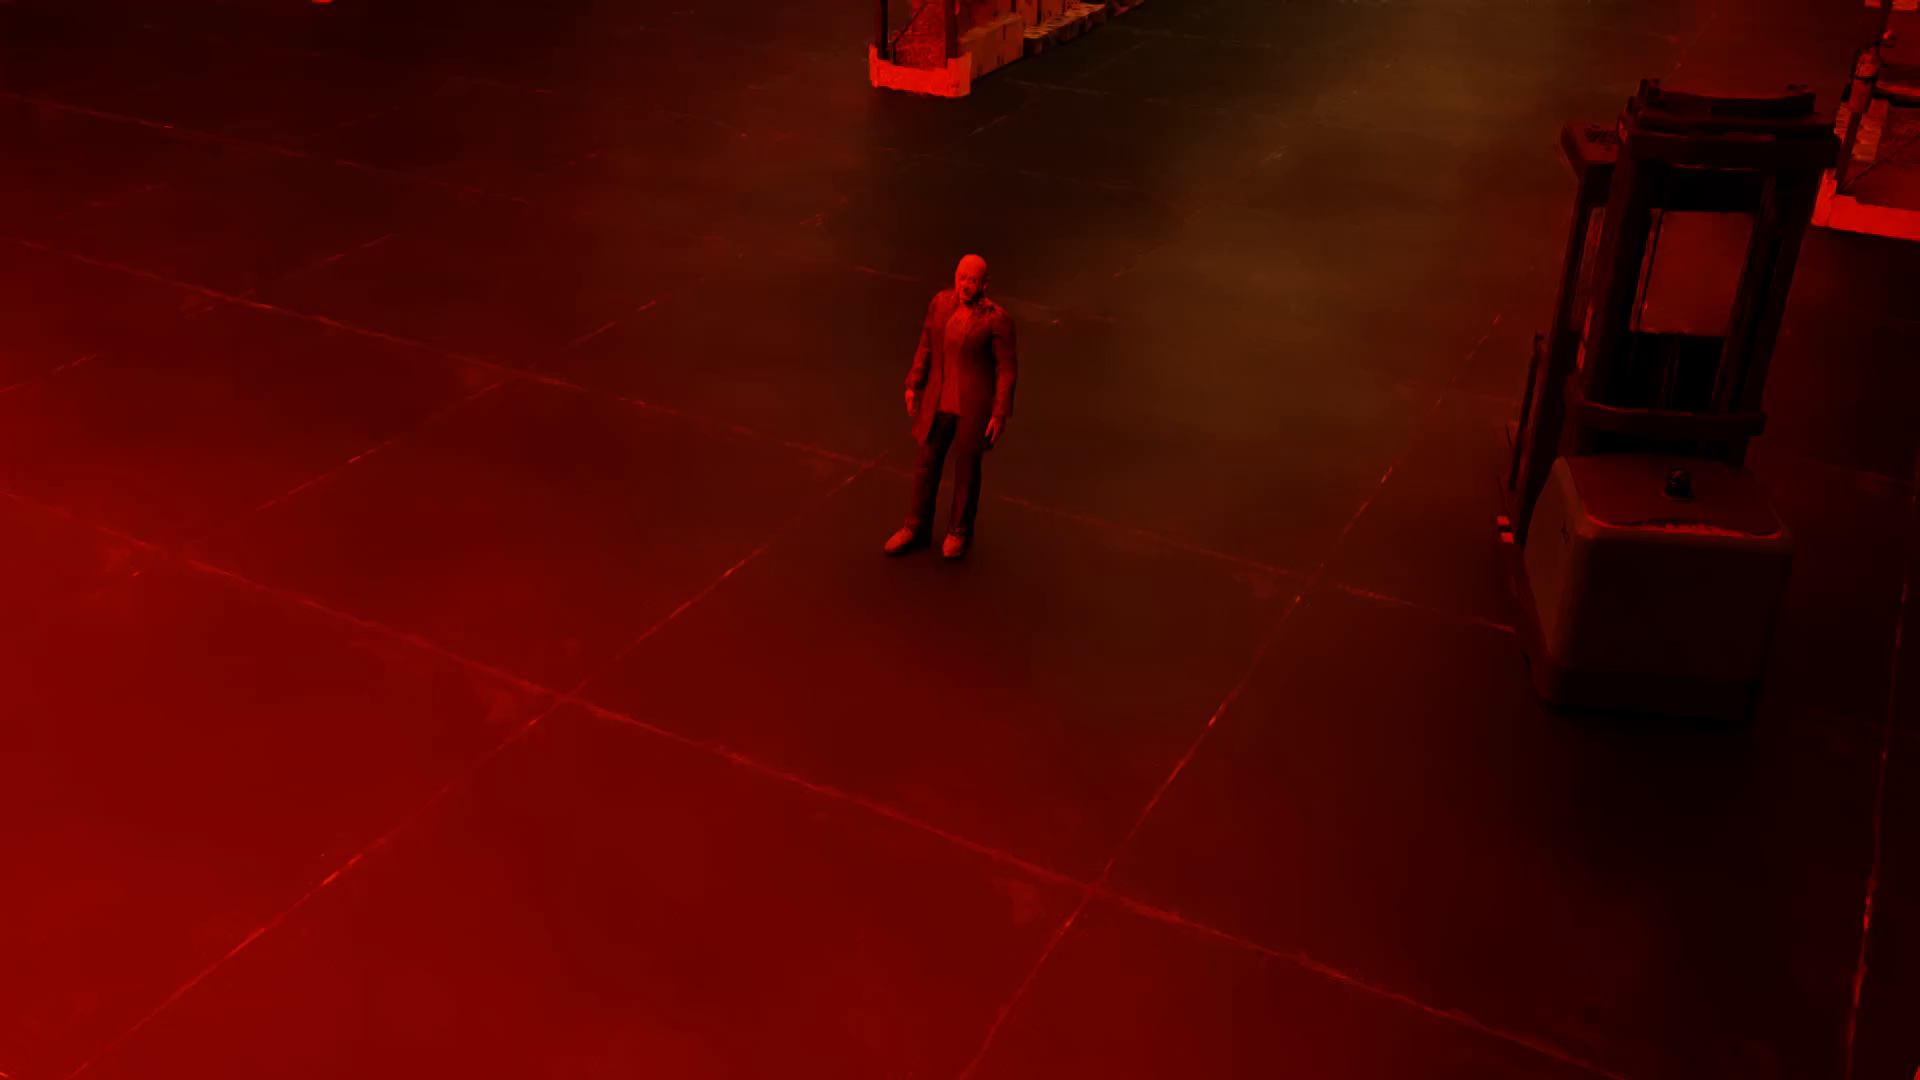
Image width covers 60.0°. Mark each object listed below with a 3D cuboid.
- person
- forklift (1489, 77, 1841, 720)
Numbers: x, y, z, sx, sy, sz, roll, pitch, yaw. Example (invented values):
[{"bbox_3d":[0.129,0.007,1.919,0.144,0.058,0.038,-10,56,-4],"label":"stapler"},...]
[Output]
[{"bbox_3d":[-0.048,-0.737,9.488,0.694,1.776,0.580,15,33,25],"label":"person"},{"bbox_3d":[3.694,-1.088,8.955,1.130,2.935,3.031,4,30,8],"label":"forklift"}]
